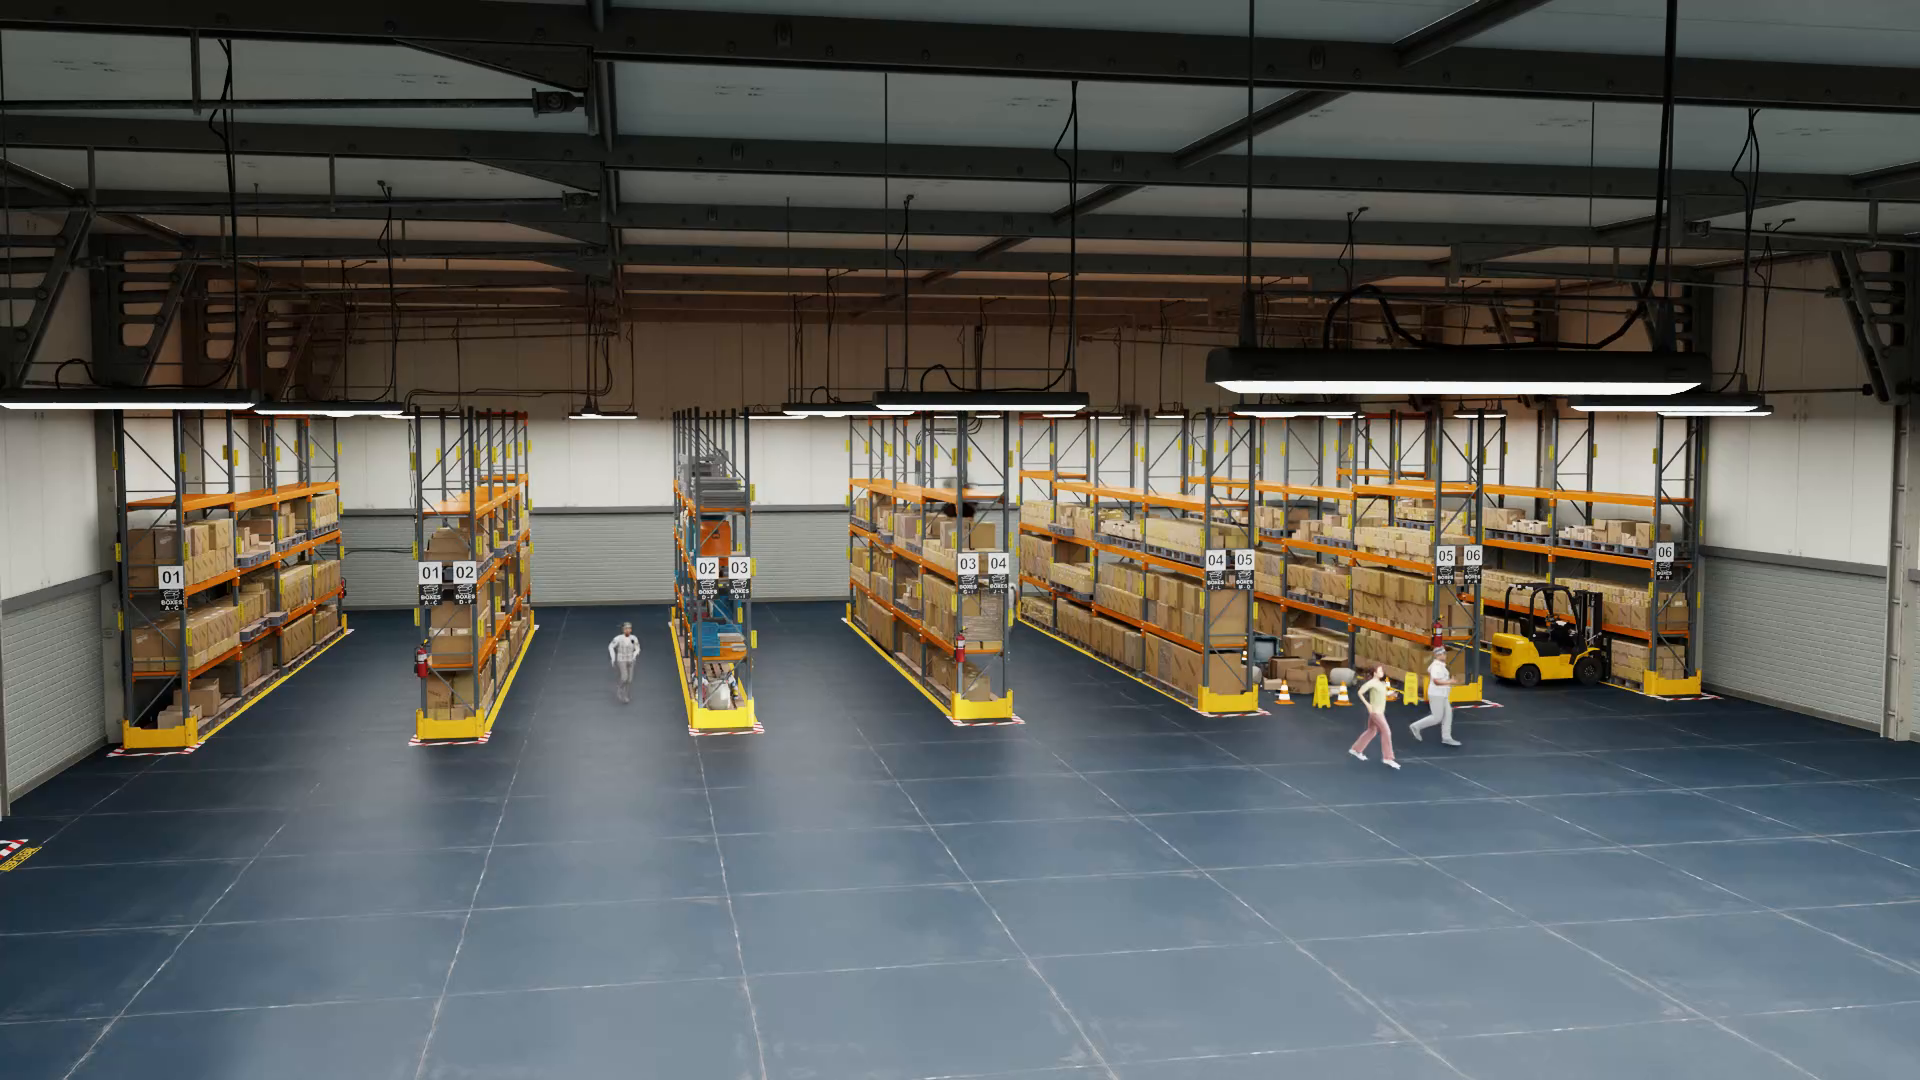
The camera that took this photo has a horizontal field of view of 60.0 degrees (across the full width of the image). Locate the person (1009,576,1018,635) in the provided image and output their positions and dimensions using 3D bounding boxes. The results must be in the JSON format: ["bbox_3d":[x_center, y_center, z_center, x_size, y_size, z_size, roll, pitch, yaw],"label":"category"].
[{"bbox_3d":[1.293,1.742,44.541,0.637,1.663,0.637,-1,4,-10],"label":"person"}]

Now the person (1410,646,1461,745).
[{"bbox_3d":[8.431,2.737,29.428,0.879,1.761,0.678,2,4,23],"label":"person"}]

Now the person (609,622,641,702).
[{"bbox_3d":[-6.781,2.482,33.780,0.583,1.642,0.700,-2,5,-28],"label":"person"}]

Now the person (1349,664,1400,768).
[{"bbox_3d":[6.912,2.904,27.654,0.875,1.701,0.560,2,4,25],"label":"person"}]
